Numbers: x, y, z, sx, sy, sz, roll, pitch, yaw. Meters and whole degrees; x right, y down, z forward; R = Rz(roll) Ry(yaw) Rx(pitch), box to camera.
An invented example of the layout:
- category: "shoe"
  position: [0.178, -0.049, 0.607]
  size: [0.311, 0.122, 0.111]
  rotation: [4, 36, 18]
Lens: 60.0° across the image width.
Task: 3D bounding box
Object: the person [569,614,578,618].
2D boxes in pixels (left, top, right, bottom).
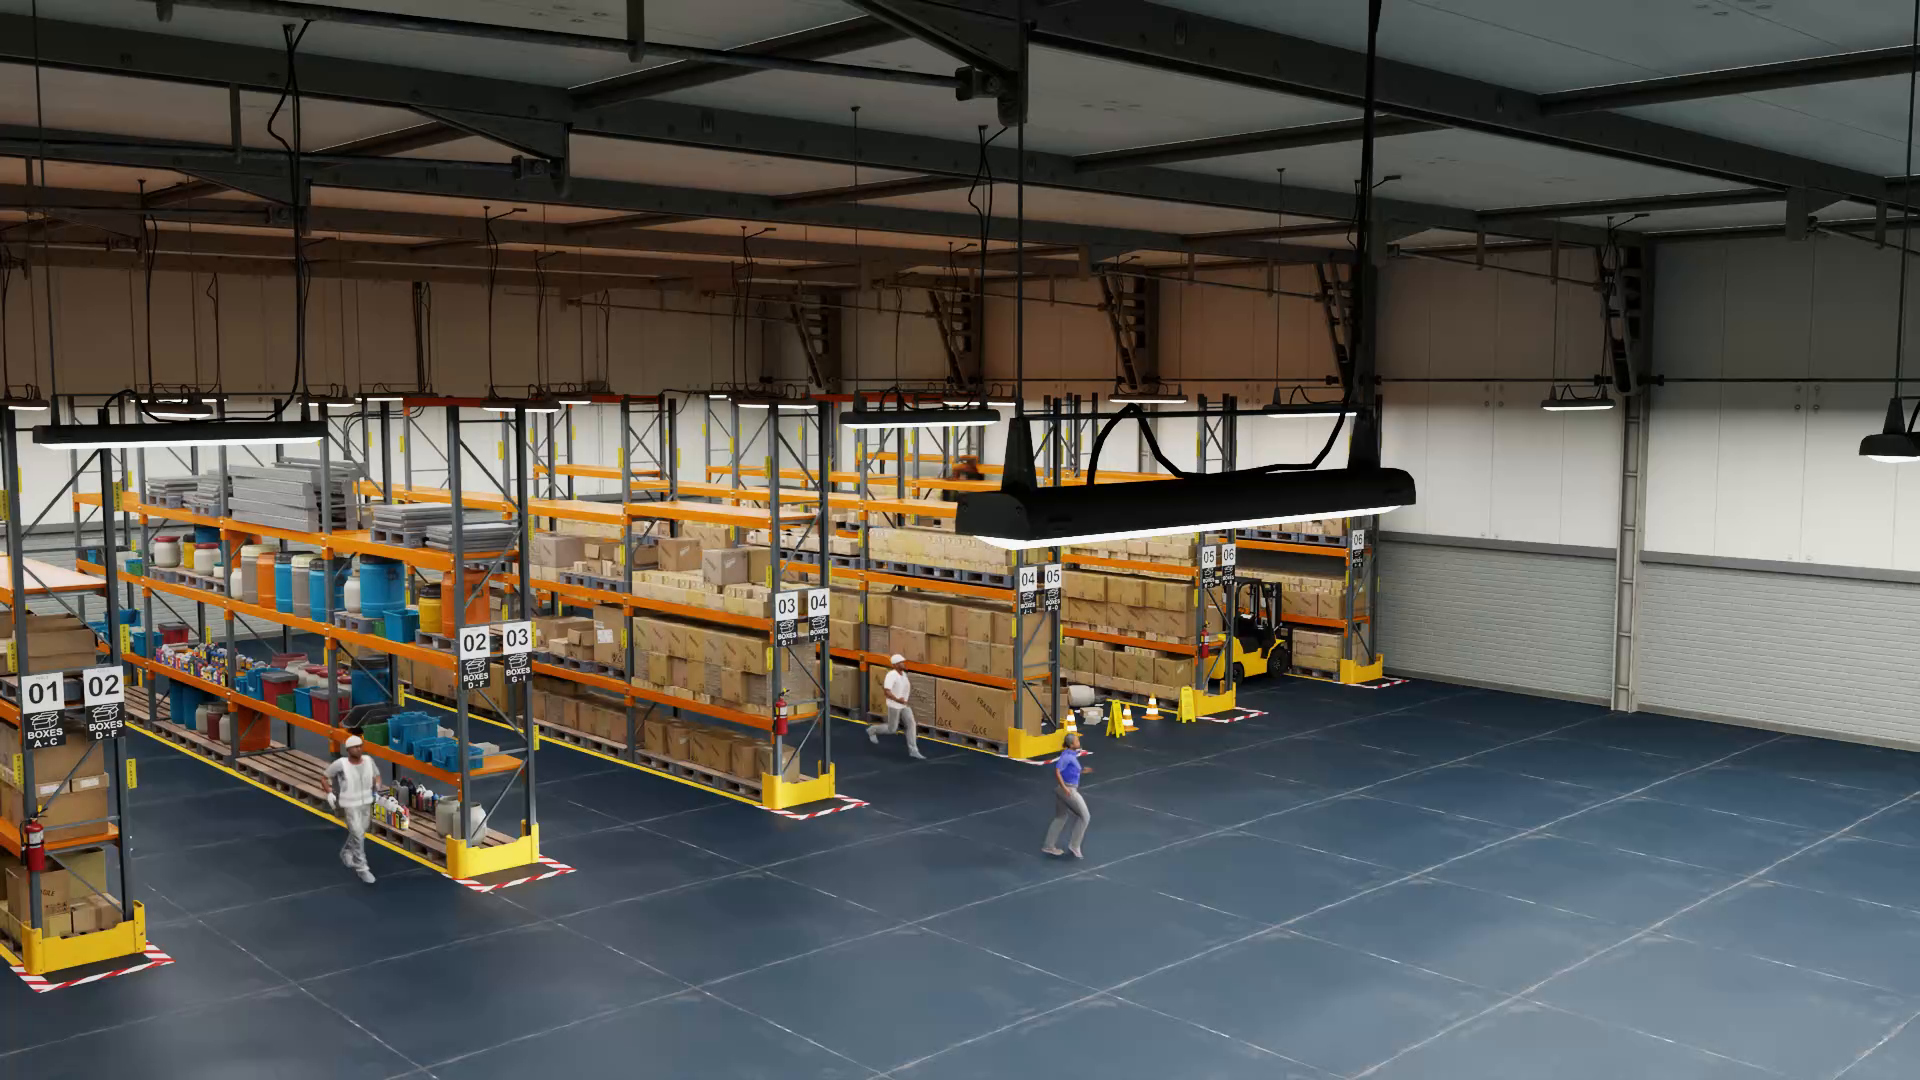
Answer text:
- category: "person"
  position: [-7.679, 2.295, 33.301]
  size: [0.550, 1.629, 0.566]
  rotation: [4, 7, 37]

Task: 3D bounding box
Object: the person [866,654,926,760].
- category: "person"
  position: [-1.074, 2.788, 27.886]
  size: [1.091, 1.757, 0.672]
  rotation: [3, 6, 31]

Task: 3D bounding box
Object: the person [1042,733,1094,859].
- category: "person"
  position: [1.436, 3.359, 22.038]
  size: [0.728, 1.627, 0.545]
  rotation: [-1, 6, -12]

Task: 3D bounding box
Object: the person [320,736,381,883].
- category: "person"
  position: [-7.672, 3.381, 21.134]
  size: [0.875, 1.807, 0.681]
  rotation: [4, 7, 37]
